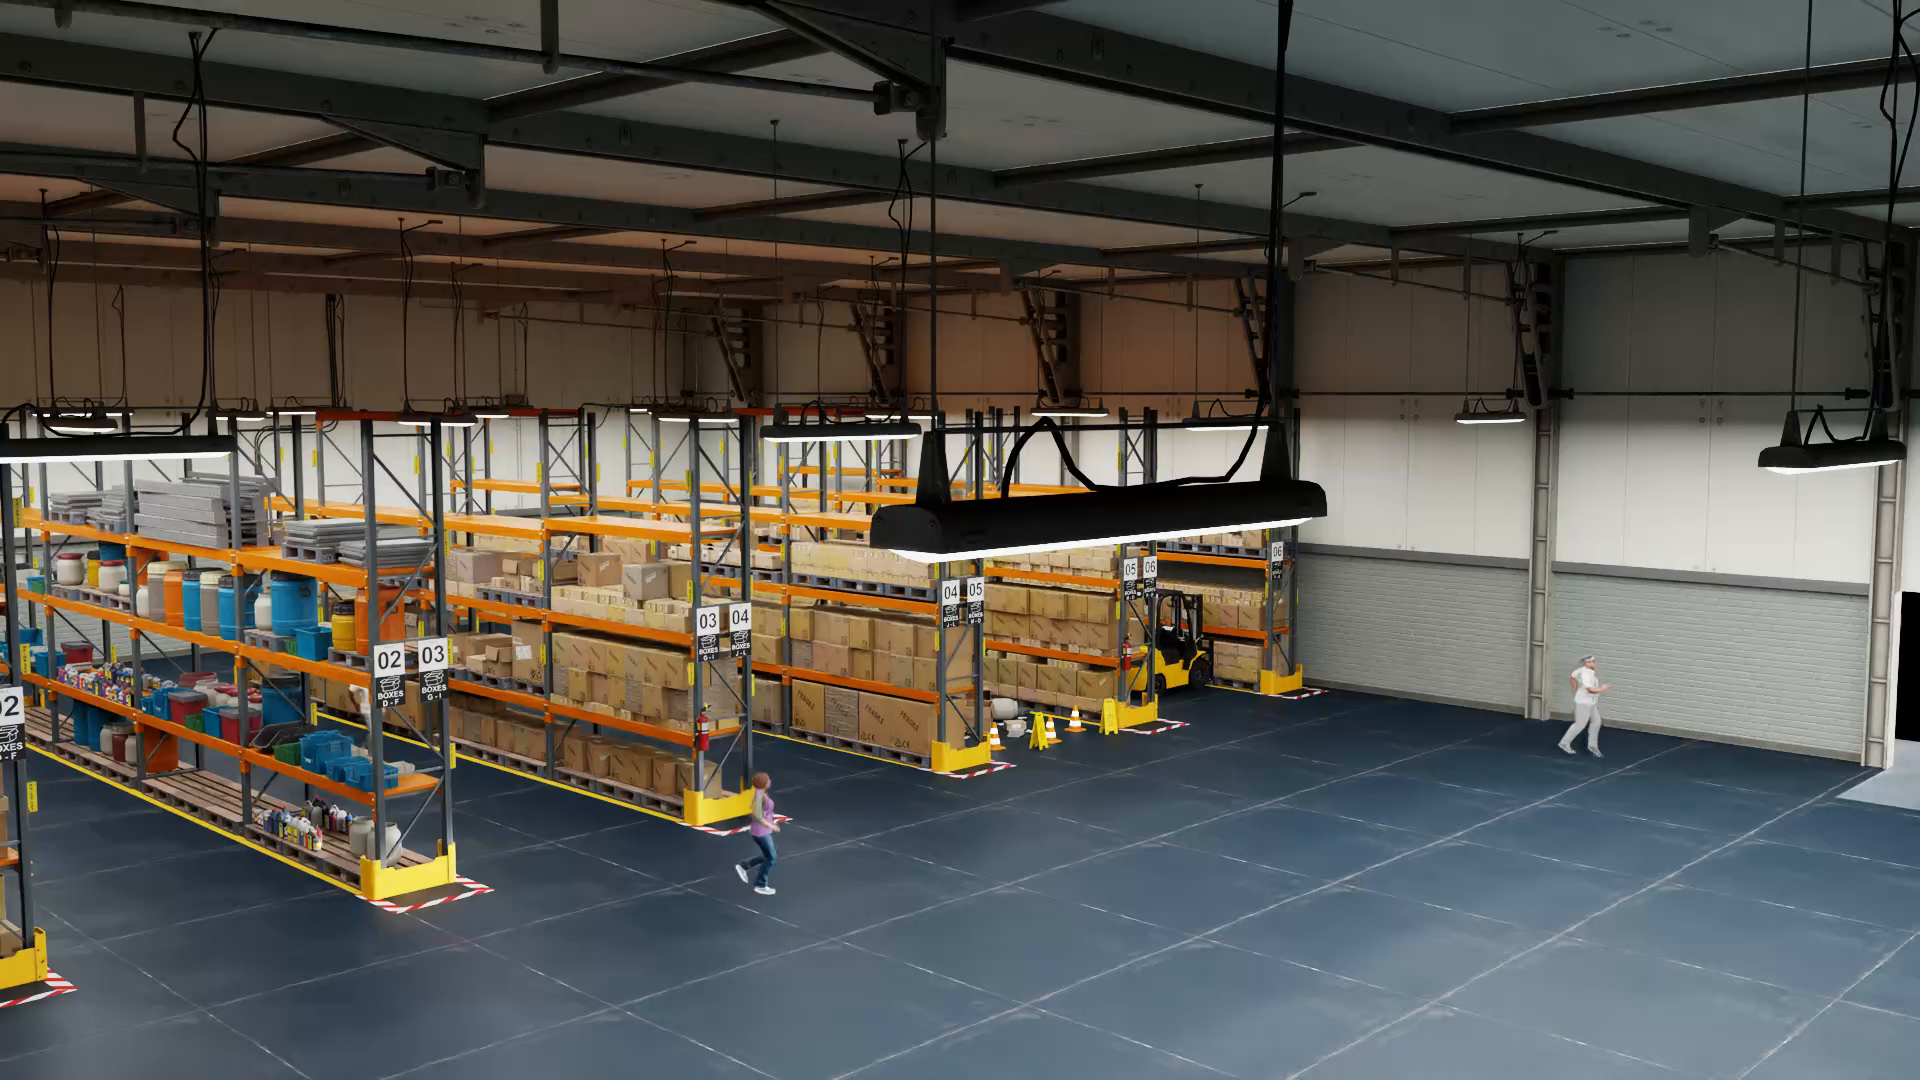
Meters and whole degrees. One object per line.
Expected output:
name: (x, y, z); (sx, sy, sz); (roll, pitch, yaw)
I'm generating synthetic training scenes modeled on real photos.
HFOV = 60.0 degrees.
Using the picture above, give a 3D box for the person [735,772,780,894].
person: (-2.560, 3.710, 21.019); (0.576, 1.551, 0.565); (-1, 5, -8)

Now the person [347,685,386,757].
person: (-9.993, 2.969, 28.300); (0.778, 1.820, 0.677); (5, 7, 42)

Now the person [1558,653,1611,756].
person: (10.887, 2.886, 28.978); (0.832, 1.863, 0.652); (2, 5, 21)

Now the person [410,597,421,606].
person: (-12.849, 2.034, 39.471); (0.738, 1.683, 0.765); (3, 6, 29)
